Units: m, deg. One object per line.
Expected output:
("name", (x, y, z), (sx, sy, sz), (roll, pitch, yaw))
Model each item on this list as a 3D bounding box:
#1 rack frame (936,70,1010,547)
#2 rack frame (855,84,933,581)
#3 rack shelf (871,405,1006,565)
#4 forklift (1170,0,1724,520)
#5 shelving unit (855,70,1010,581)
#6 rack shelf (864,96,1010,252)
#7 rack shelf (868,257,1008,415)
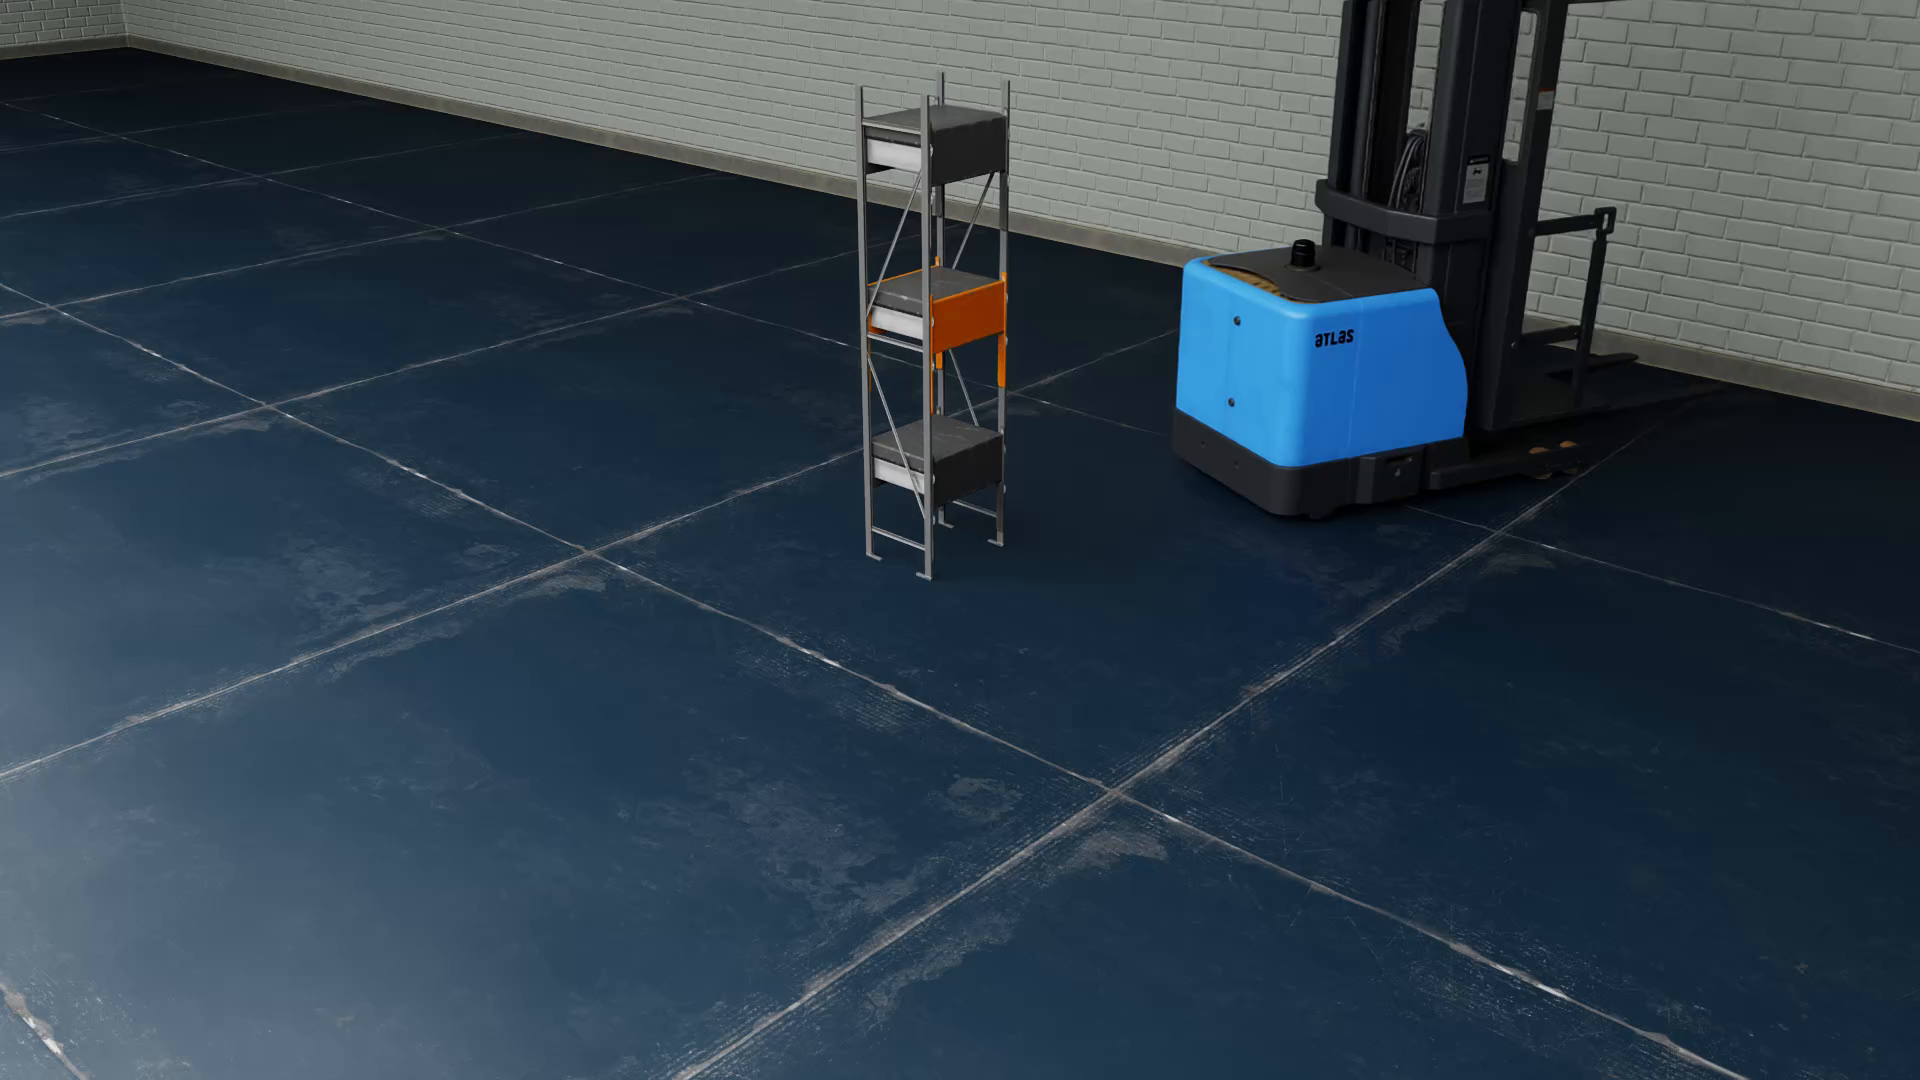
("rack frame", (0.052, -0.982, 7.374), (0.400, 2.100, 0.015), (20, 31, 38))
("rack frame", (-0.273, -0.833, 7.042), (0.400, 2.100, 0.015), (20, 31, 38))
("rack shelf", (-0.110, -0.256, 7.500), (0.431, 0.518, 0.480), (20, 31, 38))
("forklift", (2.650, -1.825, 8.238), (3.031, 2.935, 1.130), (-11, 26, -23))
("shelving unit", (-0.110, -0.908, 7.208), (0.431, 2.100, 0.503), (20, 31, 38))
("rack shelf", (-0.110, -1.534, 6.927), (0.431, 0.518, 0.480), (20, 31, 38))
("rack shelf", (-0.110, -0.895, 7.214), (0.431, 0.518, 0.480), (20, 31, 38))
